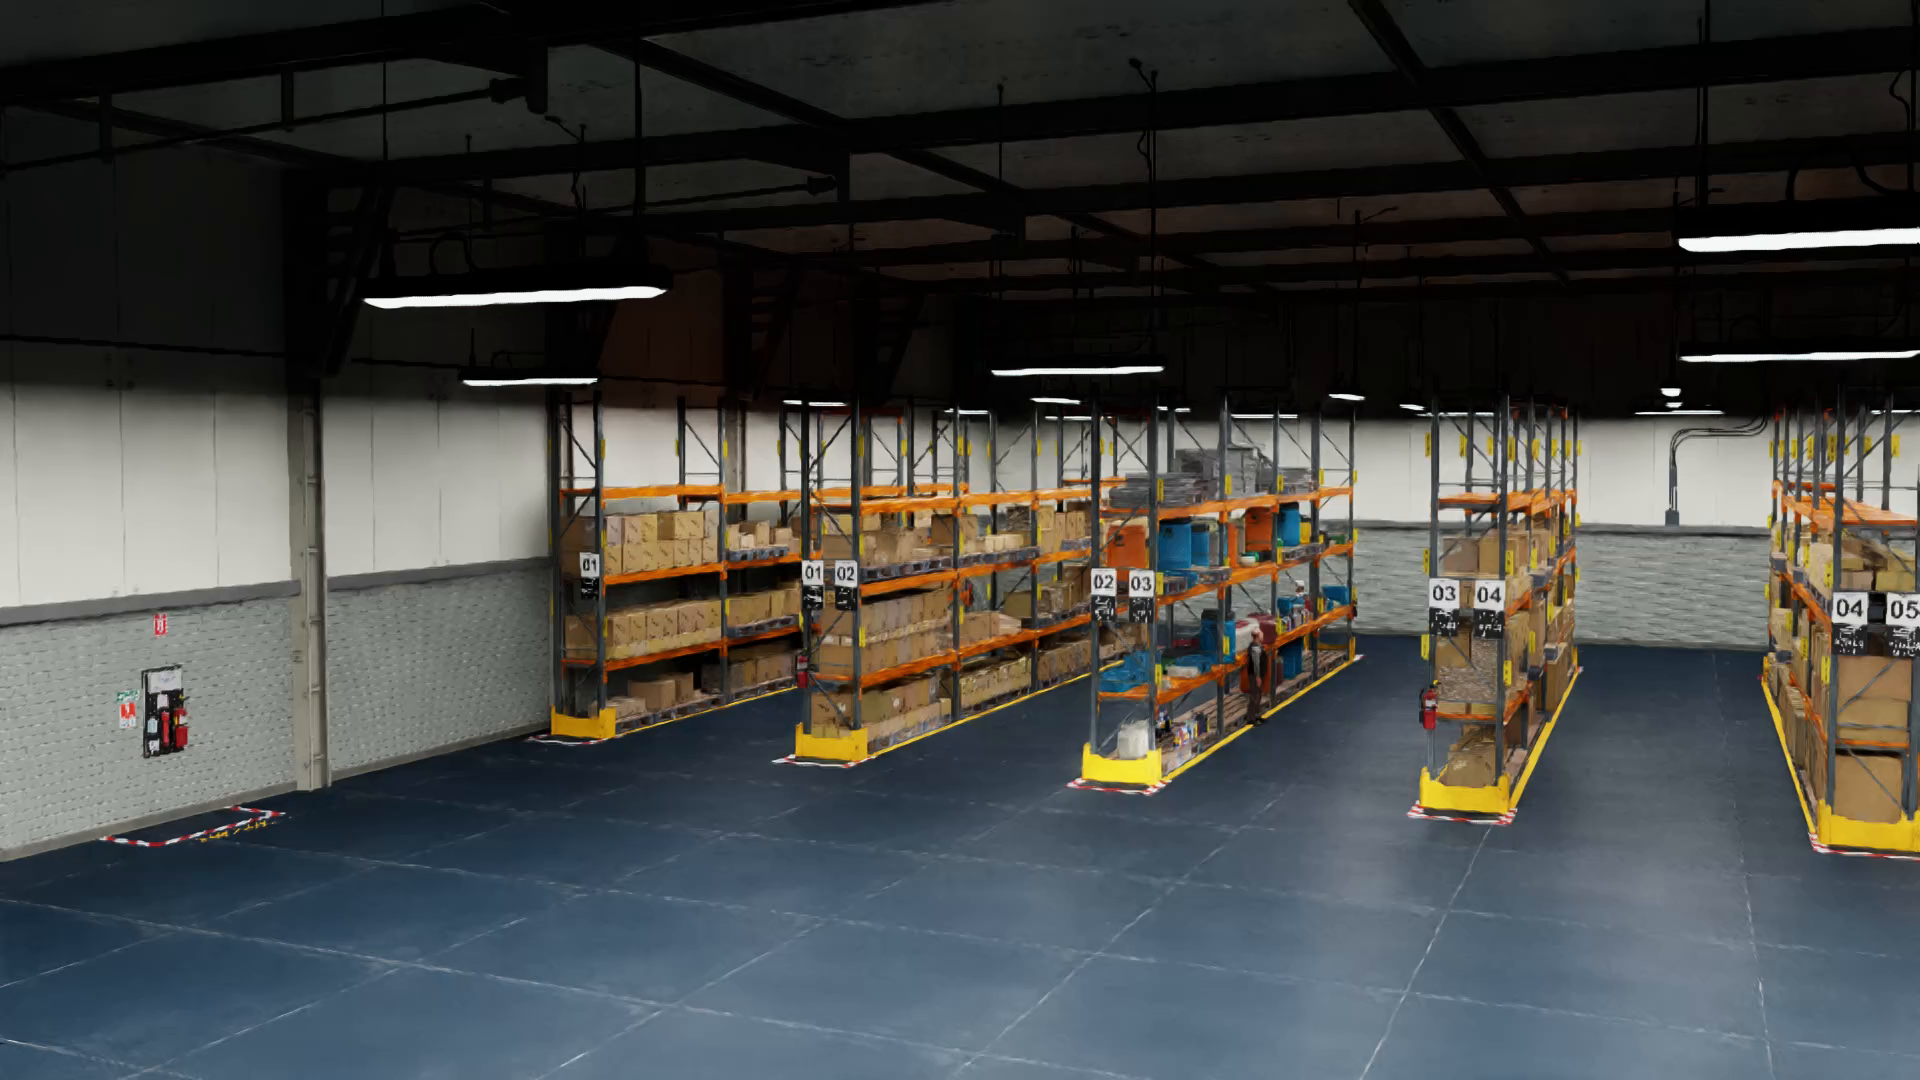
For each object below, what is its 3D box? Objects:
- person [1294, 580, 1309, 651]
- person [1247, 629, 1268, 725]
[{"bbox_3d":[8.477,1.868,41.022,0.550,1.758,0.661,0,3,-6],"label":"person"},{"bbox_3d":[5.385,2.461,30.084,0.392,1.724,0.627,1,3,10],"label":"person"}]
